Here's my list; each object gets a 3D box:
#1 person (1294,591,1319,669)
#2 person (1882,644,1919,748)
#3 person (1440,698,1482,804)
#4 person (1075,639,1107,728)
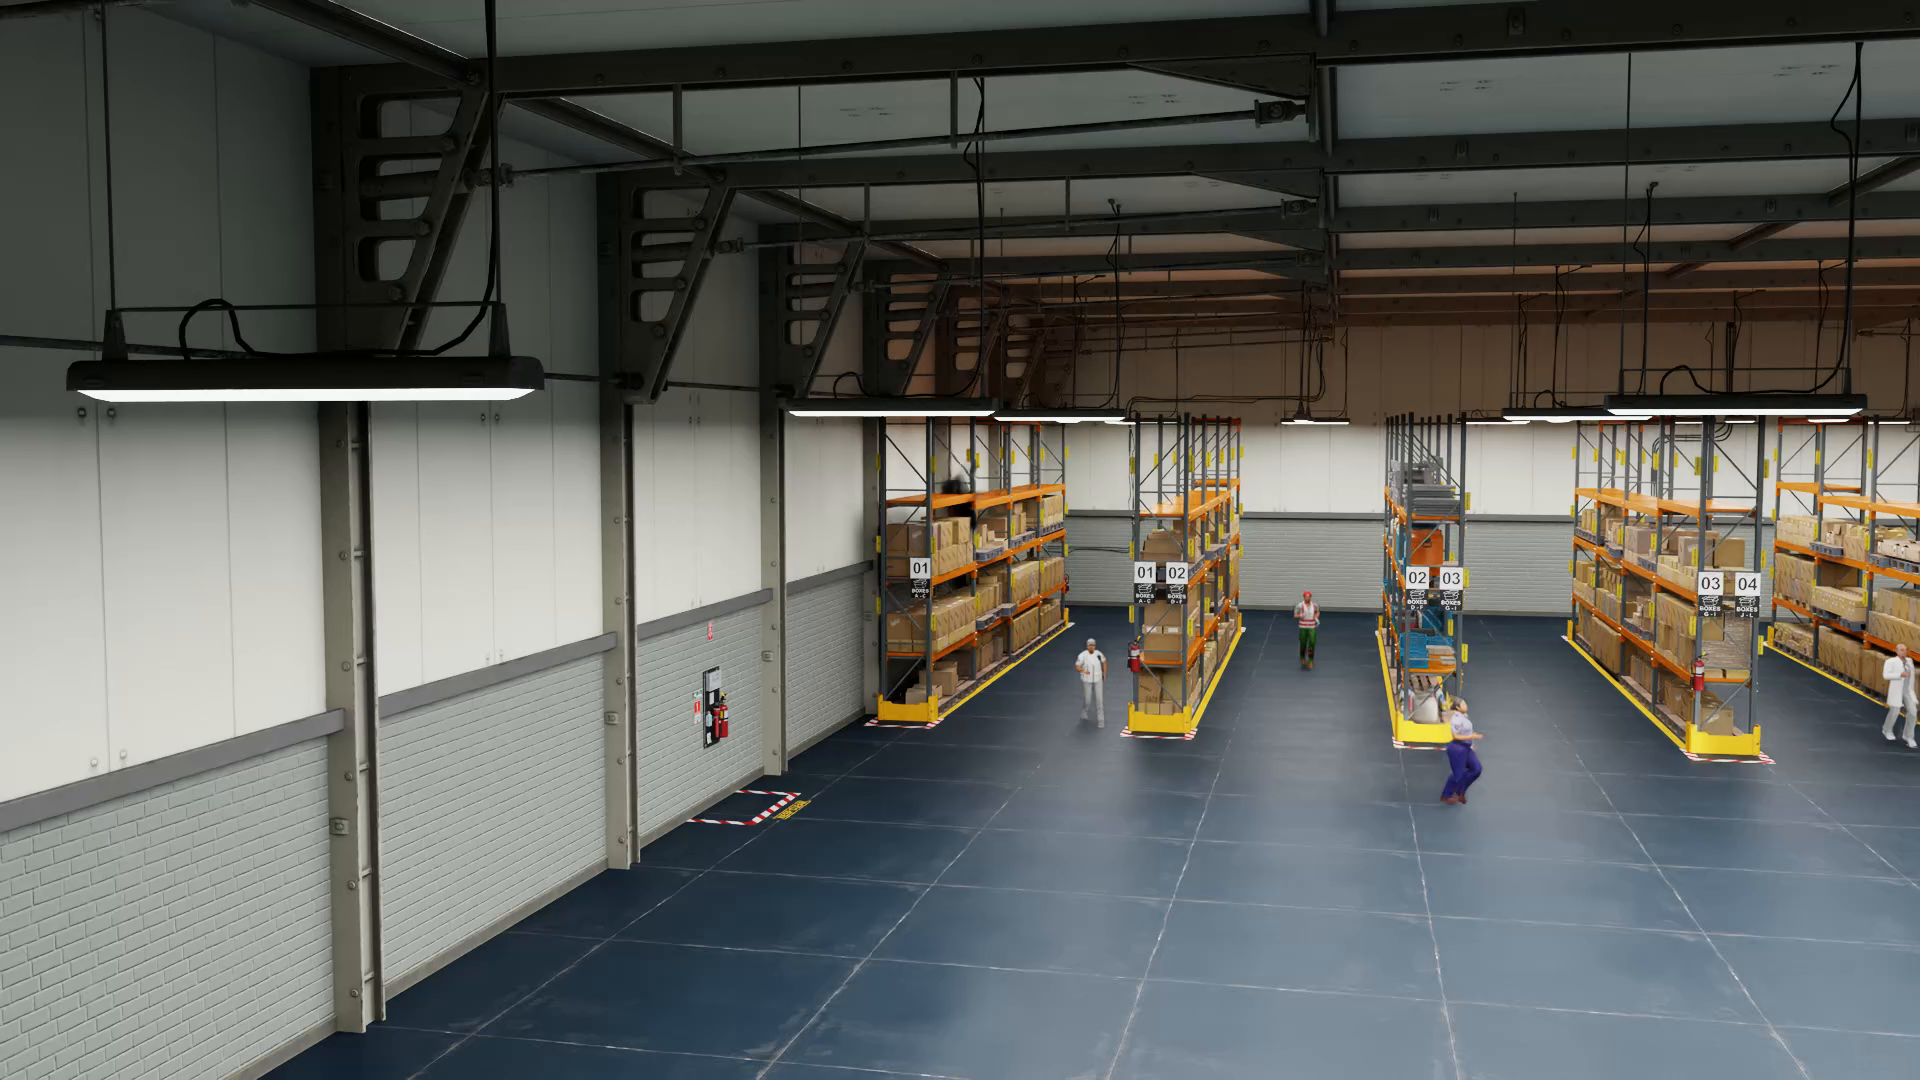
[{"bbox_3d":[8.291,2.122,39.715,0.639,1.824,0.825,0,4,3],"label":"person"},{"bbox_3d":[16.995,2.788,30.056,0.685,1.831,0.832,0,4,1],"label":"person"},{"bbox_3d":[7.619,3.218,25.192,0.632,1.631,0.589,3,5,34],"label":"person"},{"bbox_3d":[2.534,2.725,32.012,0.645,1.681,0.864,-1,4,-11],"label":"person"}]
